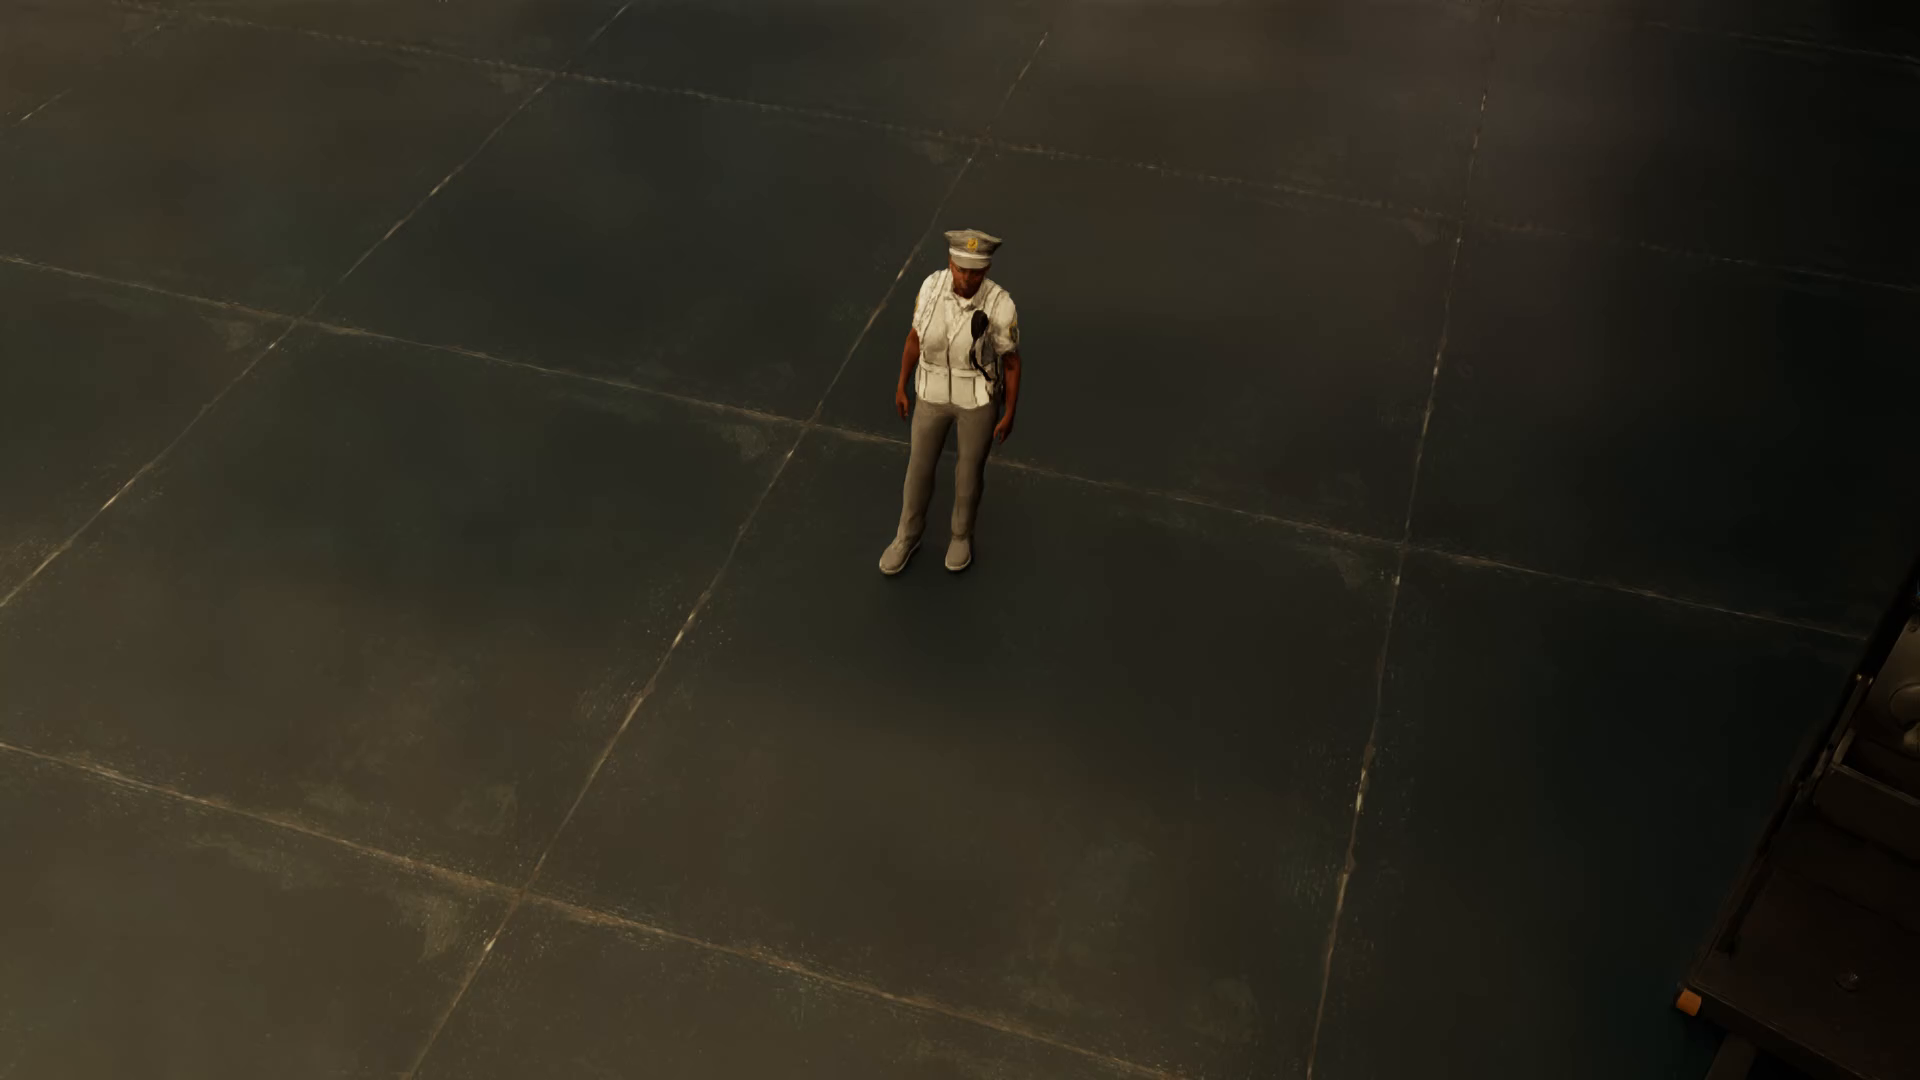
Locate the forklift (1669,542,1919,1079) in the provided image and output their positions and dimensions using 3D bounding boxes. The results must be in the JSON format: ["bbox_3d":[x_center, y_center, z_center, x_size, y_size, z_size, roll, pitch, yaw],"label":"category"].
[{"bbox_3d":[3.206,0.668,4.971,1.130,2.935,3.031,28,50,27],"label":"forklift"}]

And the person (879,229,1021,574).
[{"bbox_3d":[-0.041,-0.582,7.210,0.570,1.695,0.529,12,44,13],"label":"person"}]
